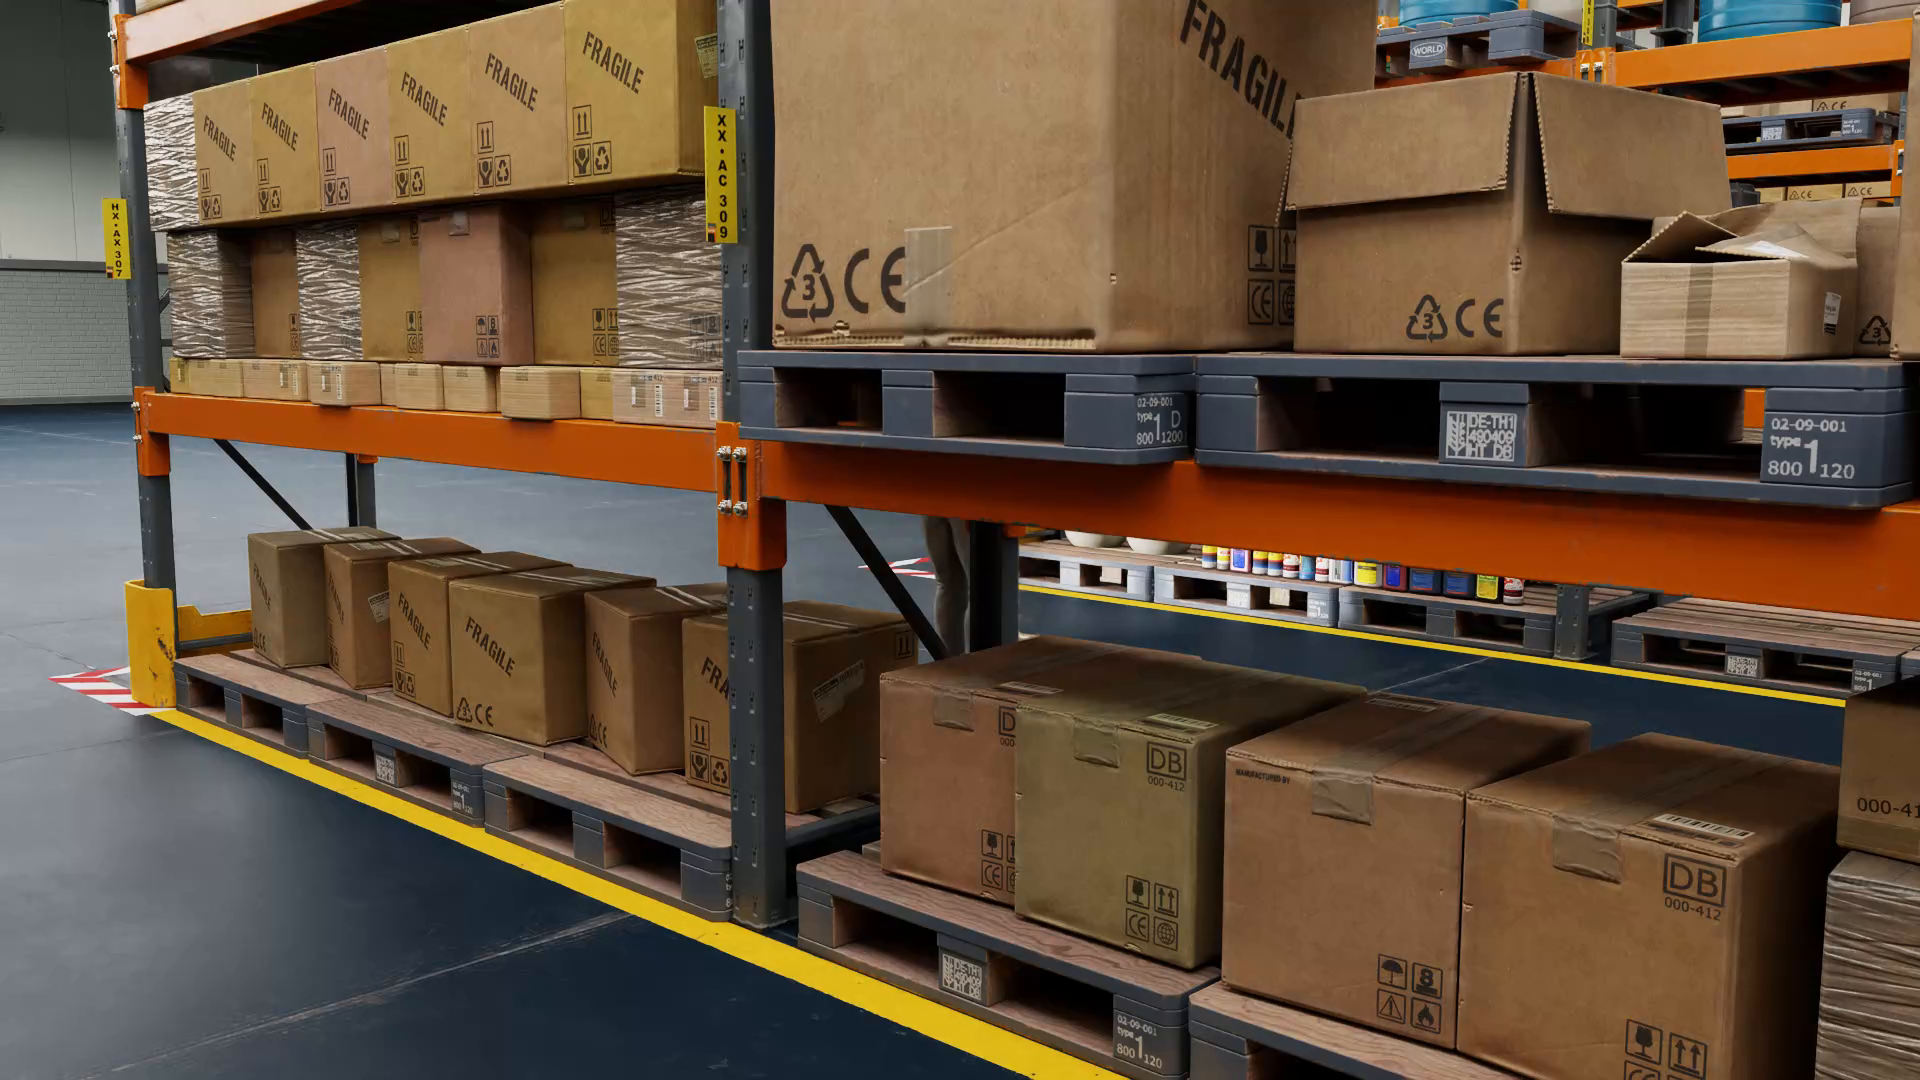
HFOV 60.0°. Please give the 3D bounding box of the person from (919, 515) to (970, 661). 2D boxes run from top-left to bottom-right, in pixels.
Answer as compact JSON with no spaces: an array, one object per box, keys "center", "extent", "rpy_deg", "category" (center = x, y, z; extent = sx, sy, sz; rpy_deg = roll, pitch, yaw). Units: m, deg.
[{"center":[0.029,-0.144,6.923],"extent":[0.495,1.671,0.416],"rpy_deg":[6,9,41],"category":"person"}]
